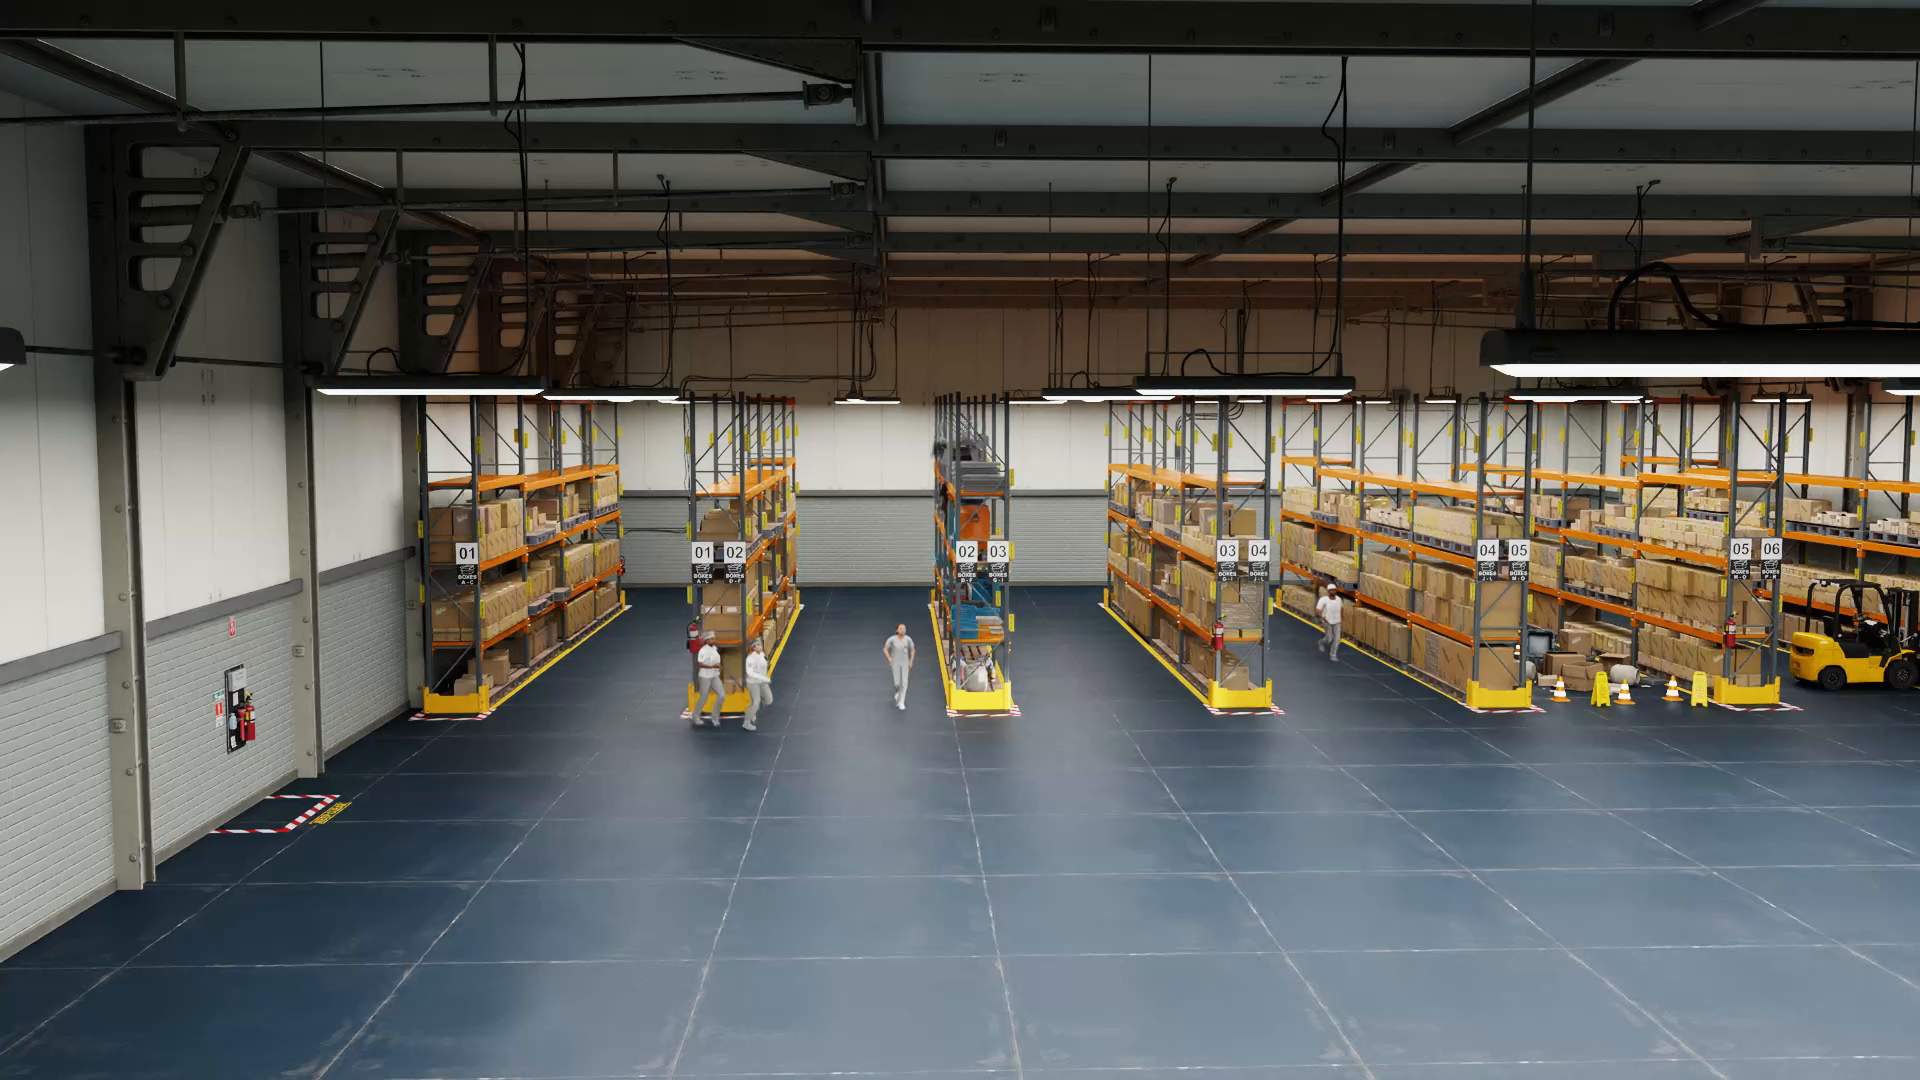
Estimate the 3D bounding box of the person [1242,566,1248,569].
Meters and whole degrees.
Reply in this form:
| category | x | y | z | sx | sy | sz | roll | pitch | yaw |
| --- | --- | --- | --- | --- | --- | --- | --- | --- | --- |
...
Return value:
| category | x | y | z | sx | sy | sz | roll | pitch | yaw |
| --- | --- | --- | --- | --- | --- | --- | --- | --- | --- |
| person | 8.251 | 1.079 | 48.382 | 0.794 | 1.571 | 0.523 | -1 | 5 | -18 |

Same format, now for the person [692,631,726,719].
| category | x | y | z | sx | sy | sz | roll | pitch | yaw |
| --- | --- | --- | --- | --- | --- | --- | --- | --- | --- |
| person | -4.505 | 2.415 | 29.848 | 0.595 | 1.586 | 0.541 | 3 | 6 | 35 |

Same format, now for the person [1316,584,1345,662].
| category | x | y | z | sx | sy | sz | roll | pitch | yaw |
| --- | --- | --- | --- | --- | --- | --- | --- | --- | --- |
| person | 8.379 | 1.858 | 37.510 | 0.700 | 1.739 | 0.801 | -1 | 5 | -12 |

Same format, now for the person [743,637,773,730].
| category | x | y | z | sx | sy | sz | roll | pitch | yaw |
| --- | --- | --- | --- | --- | --- | --- | --- | --- | --- |
| person | -3.559 | 2.539 | 29.496 | 0.637 | 1.656 | 0.652 | 3 | 5 | 31 |

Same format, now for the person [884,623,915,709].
| category | x | y | z | sx | sy | sz | roll | pitch | yaw |
| --- | --- | --- | --- | --- | --- | --- | --- | --- | --- |
| person | -1.140 | 2.385 | 31.652 | 0.595 | 1.639 | 0.522 | -1 | 5 | -10 |
